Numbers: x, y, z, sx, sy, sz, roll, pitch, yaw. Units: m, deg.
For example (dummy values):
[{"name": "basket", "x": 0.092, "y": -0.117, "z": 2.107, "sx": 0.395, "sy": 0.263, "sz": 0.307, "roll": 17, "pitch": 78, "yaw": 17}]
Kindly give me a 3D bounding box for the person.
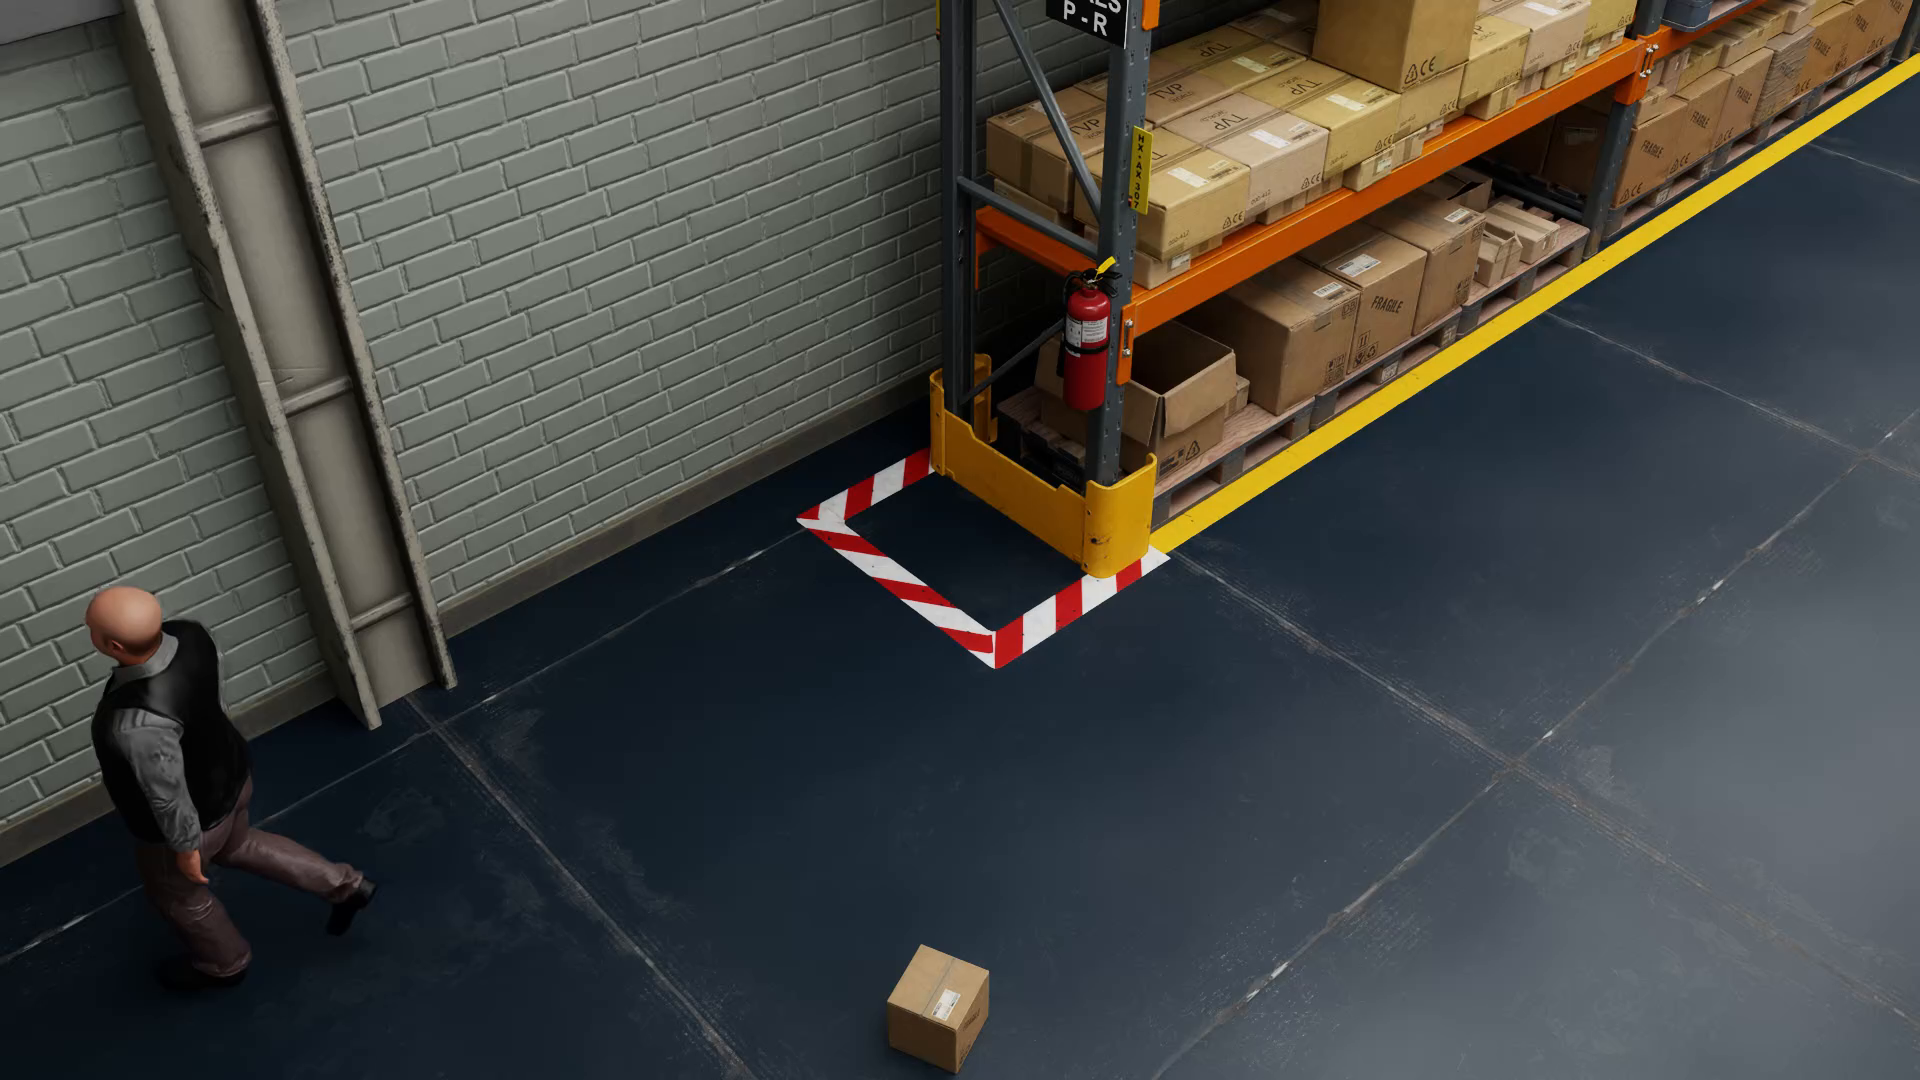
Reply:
[{"name": "person", "x": -2.356, "y": 0.792, "z": 5.205, "sx": 0.763, "sy": 1.701, "sz": 0.543, "roll": 0, "pitch": 40, "yaw": 0}]
